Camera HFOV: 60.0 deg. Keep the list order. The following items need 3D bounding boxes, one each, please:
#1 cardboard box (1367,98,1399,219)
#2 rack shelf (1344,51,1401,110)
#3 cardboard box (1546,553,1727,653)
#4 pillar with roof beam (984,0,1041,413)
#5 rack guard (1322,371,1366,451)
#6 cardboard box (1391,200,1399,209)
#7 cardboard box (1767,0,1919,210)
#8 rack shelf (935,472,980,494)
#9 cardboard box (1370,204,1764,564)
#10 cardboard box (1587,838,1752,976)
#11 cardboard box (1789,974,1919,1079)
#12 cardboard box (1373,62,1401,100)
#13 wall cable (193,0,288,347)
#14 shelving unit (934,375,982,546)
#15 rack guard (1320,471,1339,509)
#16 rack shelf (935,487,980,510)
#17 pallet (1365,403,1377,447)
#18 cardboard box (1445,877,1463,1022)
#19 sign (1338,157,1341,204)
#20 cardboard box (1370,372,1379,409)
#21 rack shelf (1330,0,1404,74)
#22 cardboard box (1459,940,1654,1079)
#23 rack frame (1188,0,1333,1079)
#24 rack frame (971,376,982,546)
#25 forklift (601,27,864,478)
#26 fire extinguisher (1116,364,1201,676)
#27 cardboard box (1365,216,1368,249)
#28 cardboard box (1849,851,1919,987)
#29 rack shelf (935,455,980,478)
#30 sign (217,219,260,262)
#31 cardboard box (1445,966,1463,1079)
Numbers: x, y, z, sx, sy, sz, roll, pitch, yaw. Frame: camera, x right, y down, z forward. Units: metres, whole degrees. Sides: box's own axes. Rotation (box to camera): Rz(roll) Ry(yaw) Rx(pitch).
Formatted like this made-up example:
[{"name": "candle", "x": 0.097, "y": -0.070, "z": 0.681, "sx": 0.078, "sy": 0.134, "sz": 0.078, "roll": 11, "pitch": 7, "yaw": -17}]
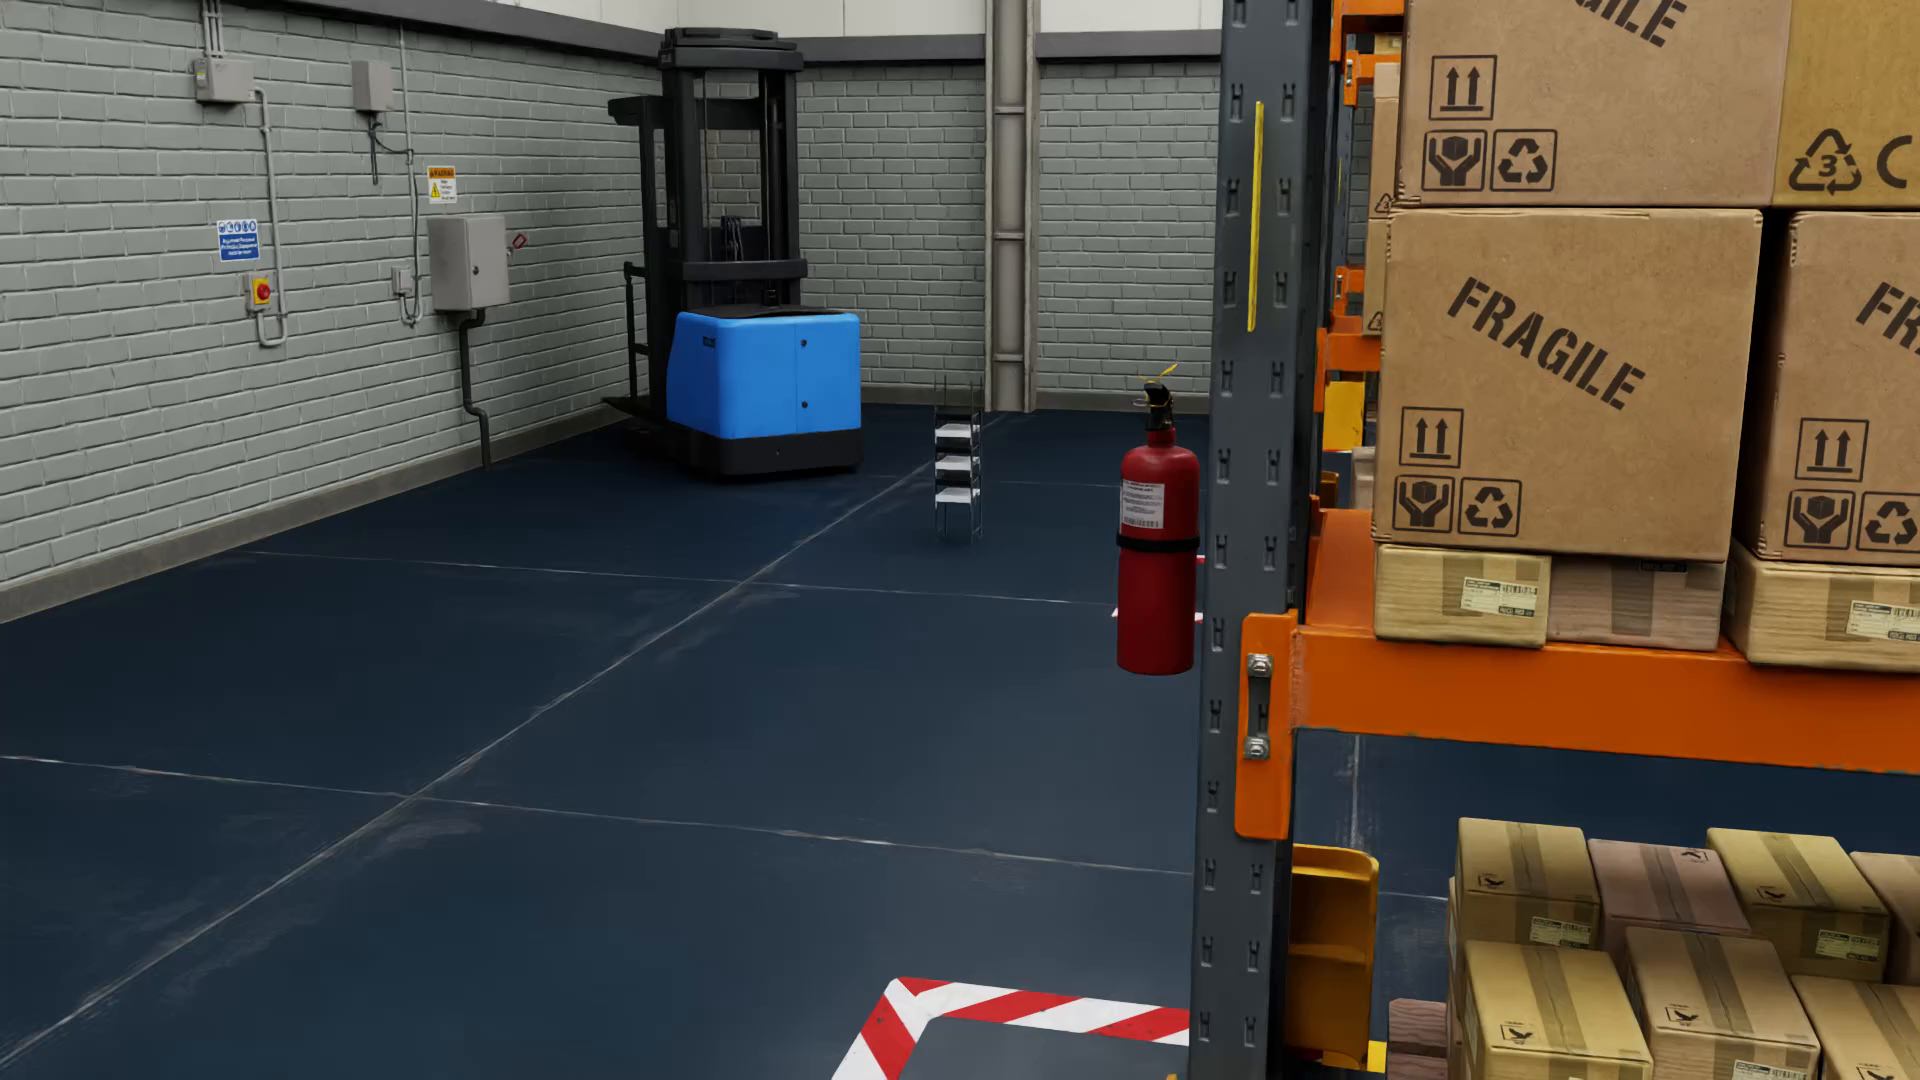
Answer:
[{"name": "cardboard box", "x": 2.049, "y": -1.661, "z": 7.255, "sx": 0.500, "sy": 0.500, "sz": 0.500, "roll": 3, "pitch": 13, "yaw": 12}, {"name": "rack shelf", "x": 4.778, "y": -3.262, "z": 11.748, "sx": 4.000, "sy": 0.370, "sz": 1.077, "roll": 3, "pitch": 13, "yaw": 14}, {"name": "cardboard box", "x": 1.056, "y": 0.050, "z": 2.662, "sx": 0.250, "sy": 0.149, "sz": 0.380, "roll": 4, "pitch": 13, "yaw": 16}, {"name": "pillar with roof beam", "x": -0.597, "y": -4.606, "z": 9.217, "sx": 0.400, "sy": 9.000, "sz": 9.100, "roll": 3, "pitch": 13, "yaw": 14}, {"name": "rack guard", "x": 2.910, "y": -1.029, "z": 12.715, "sx": 0.348, "sy": 0.500, "sz": 1.175, "roll": 3, "pitch": 13, "yaw": 14}, {"name": "cardboard box", "x": 1.061, "y": -0.387, "z": 3.137, "sx": 0.500, "sy": 0.500, "sz": 0.500, "roll": 3, "pitch": 13, "yaw": 15}, {"name": "cardboard box", "x": 1.427, "y": -0.741, "z": 2.421, "sx": 0.500, "sy": 0.500, "sz": 0.500, "roll": 3, "pitch": 13, "yaw": 15}, {"name": "rack shelf", "x": -0.008, "y": -0.319, "z": 9.165, "sx": 0.200, "sy": 0.077, "sz": 0.258, "roll": 3, "pitch": 13, "yaw": 14}, {"name": "cardboard box", "x": 0.933, "y": -0.275, "z": 2.631, "sx": 0.500, "sy": 0.500, "sz": 0.500, "roll": 4, "pitch": 13, "yaw": 16}, {"name": "cardboard box", "x": 1.368, "y": 0.733, "z": 3.243, "sx": 0.250, "sy": 0.149, "sz": 0.380, "roll": 3, "pitch": 13, "yaw": 15}, {"name": "cardboard box", "x": 1.501, "y": 0.861, "z": 2.665, "sx": 0.250, "sy": 0.149, "sz": 0.380, "roll": 3, "pitch": 13, "yaw": 13}, {"name": "cardboard box", "x": 1.929, "y": -1.986, "z": 7.222, "sx": 0.250, "sy": 0.149, "sz": 0.380, "roll": 3, "pitch": 13, "yaw": 15}, {"name": "wall cable", "x": -3.829, "y": -2.008, "z": 8.940, "sx": 0.123, "sy": 1.953, "sz": 0.585, "roll": 3, "pitch": 13, "yaw": 14}, {"name": "shelving unit", "x": -0.008, "y": -0.440, "z": 9.138, "sx": 0.210, "sy": 0.900, "sz": 0.258, "roll": 3, "pitch": 13, "yaw": 14}, {"name": "rack guard", "x": 1.628, "y": 0.010, "z": 8.033, "sx": 0.348, "sy": 0.500, "sz": 1.175, "roll": 3, "pitch": 13, "yaw": 14}, {"name": "rack shelf", "x": -0.008, "y": -0.231, "z": 9.184, "sx": 0.200, "sy": 0.077, "sz": 0.258, "roll": 3, "pitch": 13, "yaw": 14}, {"name": "pallet", "x": 3.685, "y": -0.846, "z": 12.561, "sx": 1.213, "sy": 0.211, "sz": 1.003, "roll": 3, "pitch": 13, "yaw": 14}, {"name": "cardboard box", "x": 1.144, "y": 0.846, "z": 3.419, "sx": 0.250, "sy": 0.149, "sz": 0.380, "roll": 3, "pitch": 13, "yaw": 12}, {"name": "sign", "x": 2.707, "y": -2.561, "z": 11.854, "sx": 0.005, "sy": 0.325, "sz": 0.100, "roll": 3, "pitch": 13, "yaw": 14}, {"name": "cardboard box", "x": 3.408, "y": -1.187, "z": 12.454, "sx": 0.637, "sy": 0.503, "sz": 0.797, "roll": 3, "pitch": 13, "yaw": 11}, {"name": "rack shelf", "x": 3.593, "y": -2.218, "z": 7.042, "sx": 4.000, "sy": 0.370, "sz": 1.077, "roll": 3, "pitch": 13, "yaw": 14}, {"name": "cardboard box", "x": 0.990, "y": 0.832, "z": 2.796, "sx": 0.250, "sy": 0.149, "sz": 0.380, "roll": 2, "pitch": 13, "yaw": 11}, {"name": "rack frame", "x": 0.563, "y": -0.163, "z": 3.041, "sx": 0.127, "sy": 3.000, "sz": 1.000, "roll": 3, "pitch": 13, "yaw": 14}, {"name": "rack frame", "x": 0.091, "y": -0.434, "z": 9.114, "sx": 0.006, "sy": 0.900, "sz": 0.240, "roll": 3, "pitch": 13, "yaw": 14}, {"name": "forklift", "x": -1.830, "y": -2.110, "z": 11.978, "sx": 1.130, "sy": 2.935, "sz": 3.031, "roll": -7, "pitch": 14, "yaw": -29}, {"name": "fire extinguisher", "x": 0.429, "y": -0.053, "z": 3.586, "sx": 0.183, "sy": 0.674, "sz": 0.296, "roll": 3, "pitch": 13, "yaw": 14}, {"name": "cardboard box", "x": 3.212, "y": -2.245, "z": 12.085, "sx": 0.500, "sy": 0.250, "sz": 0.500, "roll": 3, "pitch": 13, "yaw": 14}, {"name": "cardboard box", "x": 1.886, "y": 0.747, "z": 3.183, "sx": 0.250, "sy": 0.149, "sz": 0.380, "roll": 3, "pitch": 13, "yaw": 11}, {"name": "rack shelf", "x": -0.008, "y": -0.407, "z": 9.145, "sx": 0.200, "sy": 0.077, "sz": 0.258, "roll": 3, "pitch": 13, "yaw": 14}, {"name": "sign", "x": -3.900, "y": -1.621, "z": 8.993, "sx": 0.001, "sy": 0.218, "sz": 0.327, "roll": 3, "pitch": 13, "yaw": 14}, {"name": "cardboard box", "x": 1.124, "y": 1.008, "z": 3.379, "sx": 0.250, "sy": 0.149, "sz": 0.380, "roll": 3, "pitch": 13, "yaw": 14}]
